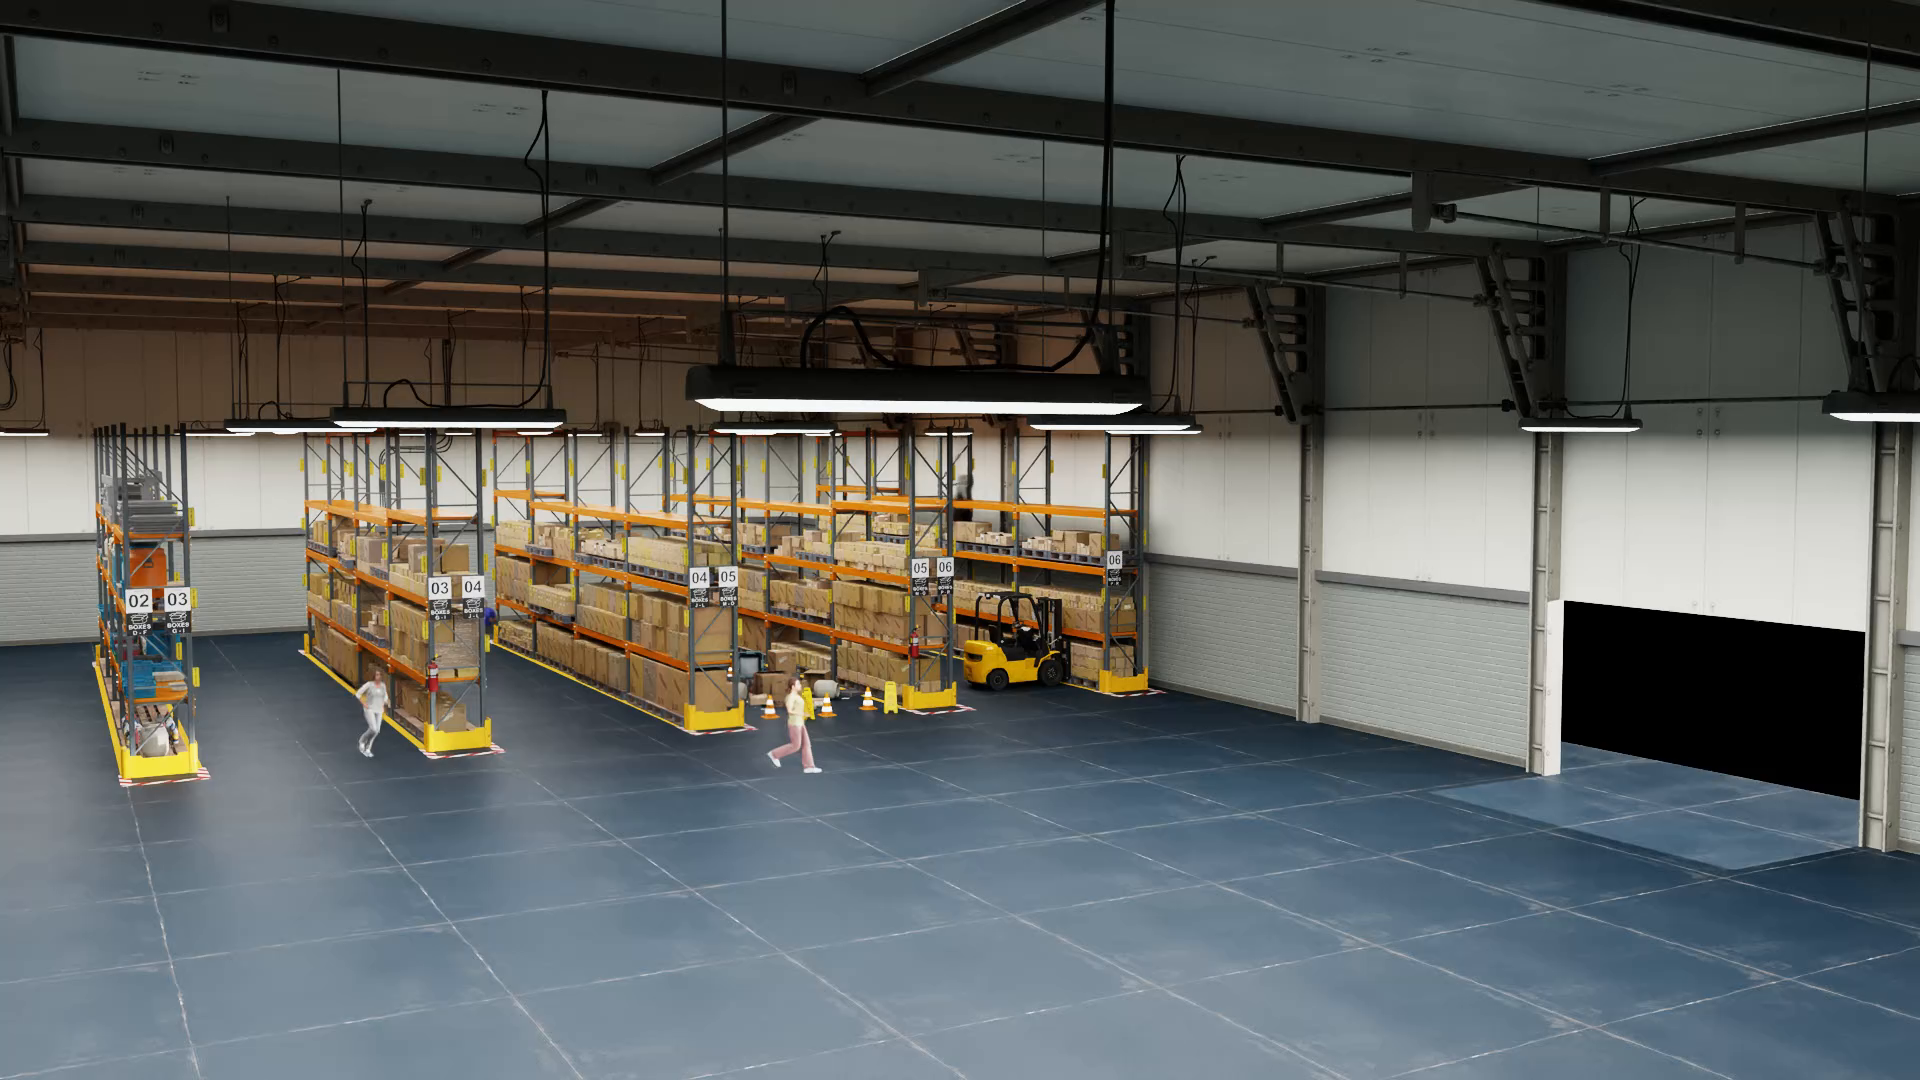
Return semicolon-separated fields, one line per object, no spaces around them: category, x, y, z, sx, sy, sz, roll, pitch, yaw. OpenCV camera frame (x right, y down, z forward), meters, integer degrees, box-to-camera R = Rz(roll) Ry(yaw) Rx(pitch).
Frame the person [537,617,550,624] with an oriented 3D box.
person;-12.245;2.013;48.367;0.536;1.574;0.650;1;4;20

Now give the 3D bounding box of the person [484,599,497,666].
person;-12.103;2.329;42.449;0.561;1.689;0.866;-1;4;-21

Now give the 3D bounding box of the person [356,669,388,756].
person;-10.602;3.138;30.112;0.497;1.547;0.532;3;5;41

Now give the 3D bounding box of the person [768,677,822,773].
person;-2.817;3.163;28.402;0.924;1.645;0.580;0;3;4
